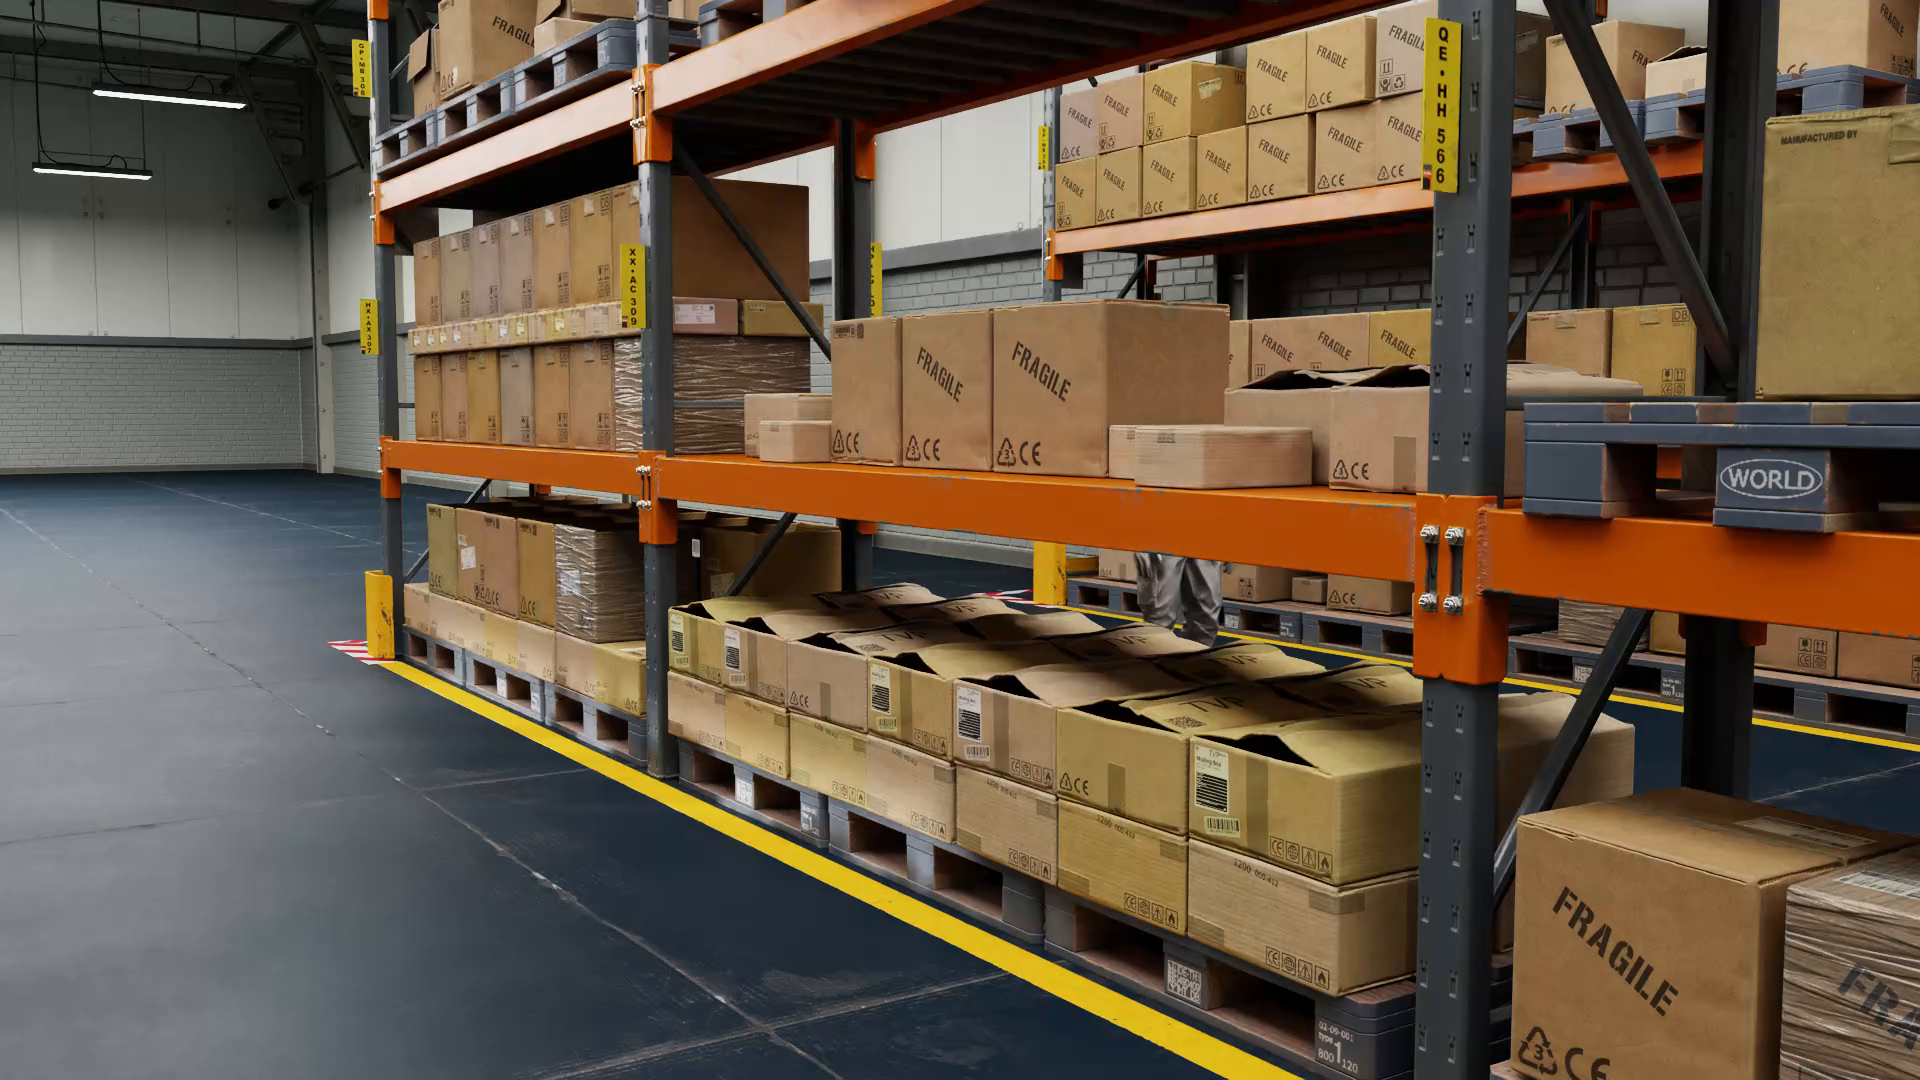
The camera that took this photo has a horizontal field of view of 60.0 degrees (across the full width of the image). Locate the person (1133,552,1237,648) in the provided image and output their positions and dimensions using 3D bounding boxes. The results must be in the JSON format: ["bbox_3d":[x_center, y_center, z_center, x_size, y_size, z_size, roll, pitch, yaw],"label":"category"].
[{"bbox_3d":[1.022,0.003,7.650,0.617,1.775,0.446,-3,5,-33],"label":"person"}]
